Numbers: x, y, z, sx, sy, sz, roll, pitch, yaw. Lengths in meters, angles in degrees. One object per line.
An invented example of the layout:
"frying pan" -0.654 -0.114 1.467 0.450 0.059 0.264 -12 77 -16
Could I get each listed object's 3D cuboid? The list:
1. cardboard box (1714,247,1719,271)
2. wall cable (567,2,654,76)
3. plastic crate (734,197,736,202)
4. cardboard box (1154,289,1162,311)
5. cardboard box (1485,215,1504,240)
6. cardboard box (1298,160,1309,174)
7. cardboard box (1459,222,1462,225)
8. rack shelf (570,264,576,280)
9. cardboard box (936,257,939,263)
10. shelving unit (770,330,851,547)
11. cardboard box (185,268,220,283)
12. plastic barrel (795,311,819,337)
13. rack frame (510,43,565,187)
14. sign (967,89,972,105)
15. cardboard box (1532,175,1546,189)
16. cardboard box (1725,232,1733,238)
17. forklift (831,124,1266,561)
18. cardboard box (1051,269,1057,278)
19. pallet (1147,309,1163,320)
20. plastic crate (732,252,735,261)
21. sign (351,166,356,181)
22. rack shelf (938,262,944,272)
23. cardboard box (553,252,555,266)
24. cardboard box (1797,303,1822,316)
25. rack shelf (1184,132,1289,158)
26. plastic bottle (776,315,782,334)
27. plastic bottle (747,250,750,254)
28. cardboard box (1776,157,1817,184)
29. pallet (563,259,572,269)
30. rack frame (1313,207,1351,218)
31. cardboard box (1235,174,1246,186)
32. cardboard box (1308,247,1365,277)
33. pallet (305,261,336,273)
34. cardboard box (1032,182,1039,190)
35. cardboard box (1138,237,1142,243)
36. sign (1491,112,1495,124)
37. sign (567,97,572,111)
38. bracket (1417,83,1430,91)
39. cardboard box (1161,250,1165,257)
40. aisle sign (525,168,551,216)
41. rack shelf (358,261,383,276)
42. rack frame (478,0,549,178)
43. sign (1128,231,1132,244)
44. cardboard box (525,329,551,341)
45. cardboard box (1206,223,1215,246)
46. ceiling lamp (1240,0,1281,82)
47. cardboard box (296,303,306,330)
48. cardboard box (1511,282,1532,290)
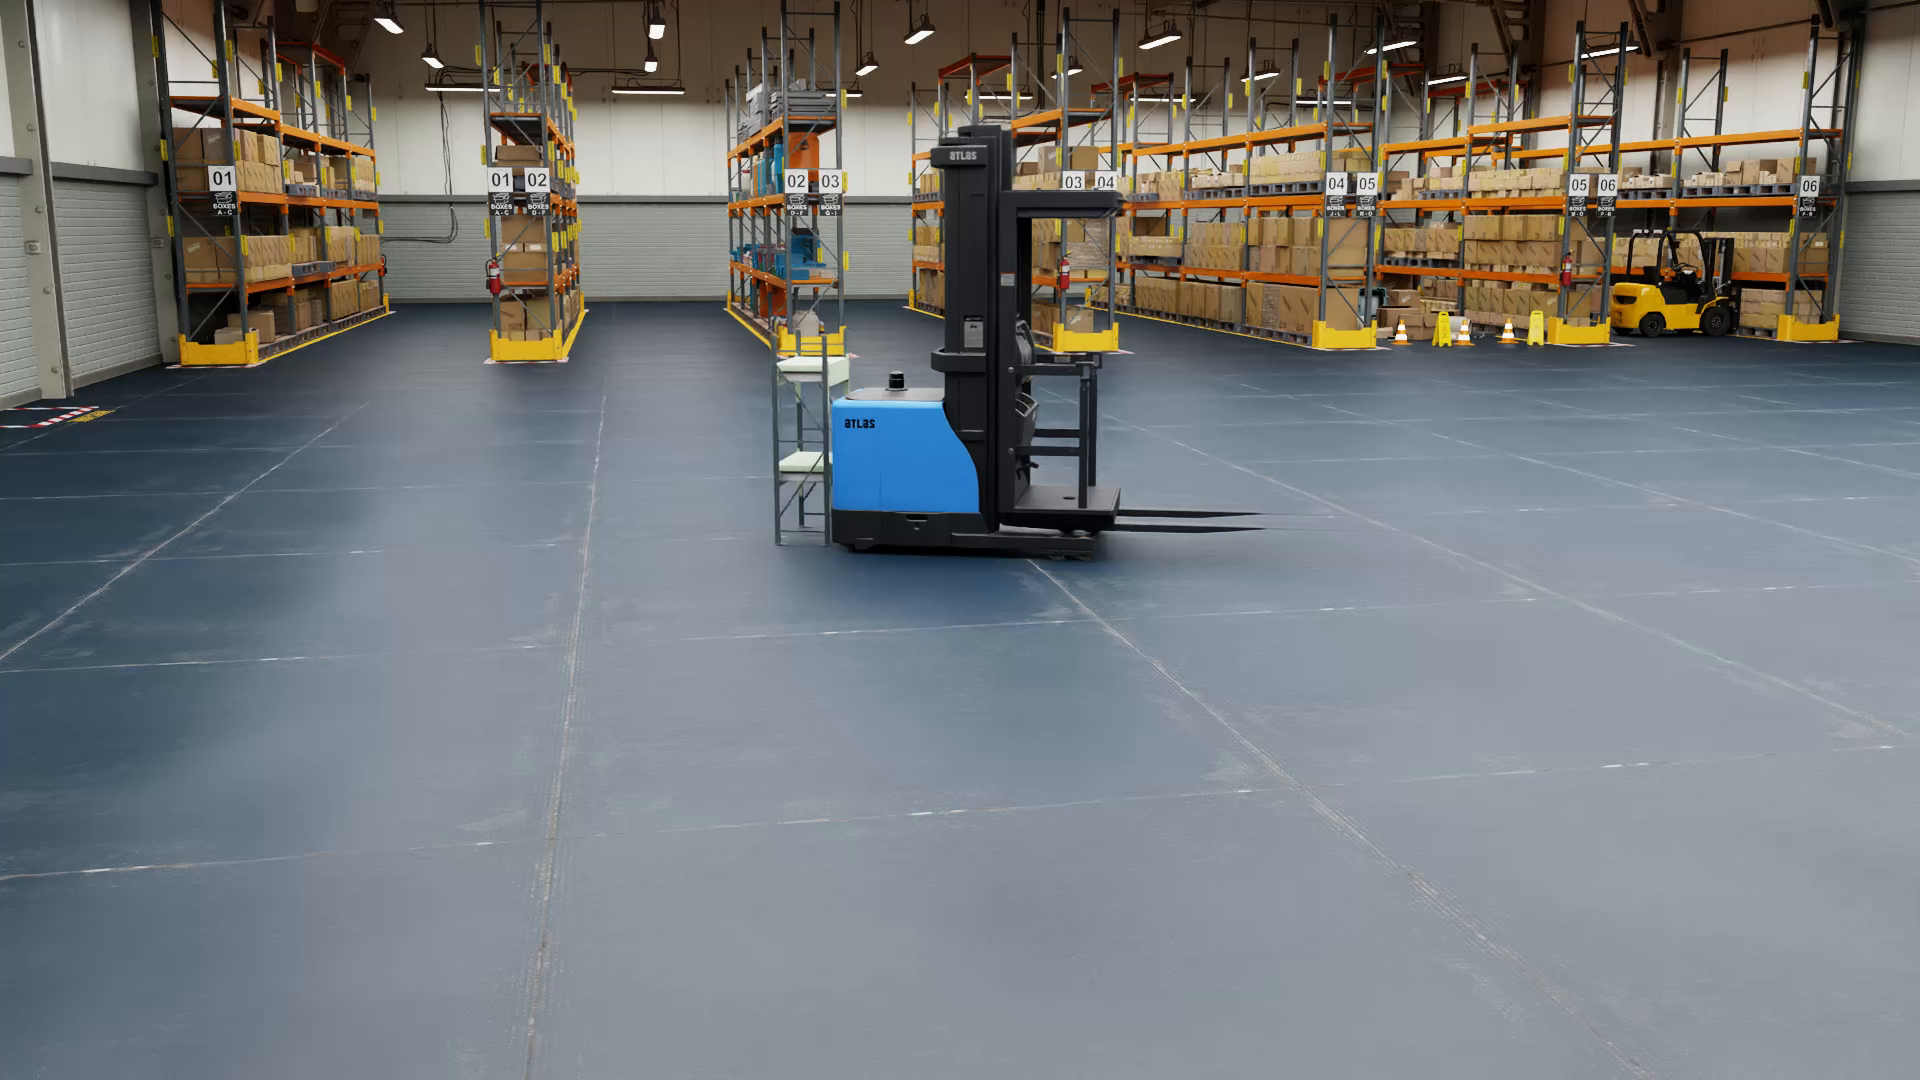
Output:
"cardboard box" 16.169 -5.976 35.304 0.500 0.500 0.500 -2 11 -12
"wall cable" -10.438 -14.723 48.114 3.097 2.526 0.112 -2 11 -11
"plastic crate" -5.502 -8.514 41.591 0.293 0.136 0.466 -2 11 -11
"cardboard box" 5.039 -5.841 40.423 0.500 0.500 0.500 -3 11 -14
"cardboard box" 11.275 -6.435 34.244 0.700 0.500 0.500 -2 11 -12
"cardboard box" 6.730 -7.065 31.485 0.500 0.250 0.500 -2 11 -11
"cardboard box" 11.197 -7.039 37.236 0.380 0.149 0.250 -1 11 -8
"rack shelf" -9.352 -6.051 37.892 1.077 0.370 4.000 -2 11 -11
"cardboard box" -0.404 -7.052 41.895 0.380 0.149 0.250 -2 11 -11
"shelving unit" -1.081 -0.763 12.194 0.431 1.500 0.755 2 11 8
"cardboard box" -12.547 -4.405 27.664 0.500 0.250 0.500 -2 11 -10
"plastic barrel" -2.751 -3.852 29.944 0.421 0.512 0.421 0 11 0
"rack frame" -8.963 -8.985 35.336 1.000 3.000 0.127 -2 11 -11
"sign" 0.211 -9.860 37.014 0.100 0.325 0.005 -2 11 -11
"cardboard box" 11.584 -7.014 32.606 0.500 0.250 0.500 -2 11 -12
"cardboard box" 16.287 -6.372 34.853 0.380 0.149 0.250 -2 11 -11
"forklift" 0.650 -1.404 11.733 3.031 2.935 1.130 2 11 8
"cardboard box" 1.906 -4.941 30.808 0.380 0.149 0.250 -2 11 -11
"pallet" 5.255 -5.556 40.824 1.003 0.211 1.213 -2 11 -11
"plastic crate" -5.678 -7.333 42.989 0.416 0.233 0.300 -2 11 -11
"sign" -14.069 -8.494 38.556 0.100 0.325 0.005 -2 11 -11
"rack shelf" 0.366 -6.411 39.781 1.077 0.370 4.000 -2 11 -11
"cardboard box" -8.621 -5.780 34.274 0.500 0.500 0.500 -3 11 -14
"cardboard box" 17.012 -4.667 33.587 0.500 0.250 0.500 -2 11 -10
"rack shelf" 6.029 -8.590 36.253 1.077 0.370 4.000 -2 11 -11
"plastic bottle" -3.420 -4.089 31.564 0.144 0.351 0.185 -2 11 -9
"plastic bottle" -5.123 -6.843 40.259 0.144 0.351 0.185 -2 11 -11
"cardboard box" 16.575 -7.322 32.964 0.500 0.500 0.500 -2 11 -9
"pallet" -9.164 -6.065 36.555 1.213 0.211 1.003 -2 11 -11
"rack frame" 9.698 -7.492 43.534 1.000 3.000 0.127 -2 11 -11
"cardboard box" 6.123 -7.605 35.117 0.500 0.250 0.500 -2 11 -10
"cardboard box" 7.079 -5.232 31.263 0.875 0.550 0.550 -2 11 -11
"pallet" -13.578 -5.636 34.299 1.213 0.211 1.003 -2 11 -11
"cardboard box" 1.673 -6.687 31.687 0.500 0.250 0.500 -2 11 -12
"cardboard box" 4.641 -7.435 41.196 0.380 0.149 0.250 -2 11 -12
"sign" 14.030 -11.101 43.744 0.100 0.325 0.005 -2 11 -11
"sign" -9.198 -10.277 39.200 0.100 0.325 0.005 -2 11 -11
"bracket" 13.880 -13.560 49.746 0.235 0.232 0.430 -2 11 -11
"cardboard box" 4.996 -6.809 39.496 0.380 0.149 0.250 -2 11 -10
"aisle sign" -7.094 -5.847 27.940 0.394 0.787 0.004 -2 11 -11
"rack shelf" -14.988 -6.604 40.796 1.077 0.370 4.000 -2 11 -11
"rack frame" -7.407 -7.518 27.627 1.000 3.000 0.127 -2 11 -11
"sign" 4.331 -7.697 42.299 0.100 0.325 0.005 -2 11 -11
"cardboard box" -7.293 -3.533 28.965 0.500 0.250 0.500 -2 11 -11
"cardboard box" 5.919 -6.830 37.118 0.700 0.500 0.500 -2 11 -12
"ceiling lamp" 7.717 -13.074 41.206 0.800 3.185 2.000 -2 11 -11
"cardboard box" -13.412 -4.434 32.979 0.700 0.500 0.500 -2 11 -10
"cardboard box" 11.387 -5.130 33.618 0.380 0.149 0.250 -2 11 -9
